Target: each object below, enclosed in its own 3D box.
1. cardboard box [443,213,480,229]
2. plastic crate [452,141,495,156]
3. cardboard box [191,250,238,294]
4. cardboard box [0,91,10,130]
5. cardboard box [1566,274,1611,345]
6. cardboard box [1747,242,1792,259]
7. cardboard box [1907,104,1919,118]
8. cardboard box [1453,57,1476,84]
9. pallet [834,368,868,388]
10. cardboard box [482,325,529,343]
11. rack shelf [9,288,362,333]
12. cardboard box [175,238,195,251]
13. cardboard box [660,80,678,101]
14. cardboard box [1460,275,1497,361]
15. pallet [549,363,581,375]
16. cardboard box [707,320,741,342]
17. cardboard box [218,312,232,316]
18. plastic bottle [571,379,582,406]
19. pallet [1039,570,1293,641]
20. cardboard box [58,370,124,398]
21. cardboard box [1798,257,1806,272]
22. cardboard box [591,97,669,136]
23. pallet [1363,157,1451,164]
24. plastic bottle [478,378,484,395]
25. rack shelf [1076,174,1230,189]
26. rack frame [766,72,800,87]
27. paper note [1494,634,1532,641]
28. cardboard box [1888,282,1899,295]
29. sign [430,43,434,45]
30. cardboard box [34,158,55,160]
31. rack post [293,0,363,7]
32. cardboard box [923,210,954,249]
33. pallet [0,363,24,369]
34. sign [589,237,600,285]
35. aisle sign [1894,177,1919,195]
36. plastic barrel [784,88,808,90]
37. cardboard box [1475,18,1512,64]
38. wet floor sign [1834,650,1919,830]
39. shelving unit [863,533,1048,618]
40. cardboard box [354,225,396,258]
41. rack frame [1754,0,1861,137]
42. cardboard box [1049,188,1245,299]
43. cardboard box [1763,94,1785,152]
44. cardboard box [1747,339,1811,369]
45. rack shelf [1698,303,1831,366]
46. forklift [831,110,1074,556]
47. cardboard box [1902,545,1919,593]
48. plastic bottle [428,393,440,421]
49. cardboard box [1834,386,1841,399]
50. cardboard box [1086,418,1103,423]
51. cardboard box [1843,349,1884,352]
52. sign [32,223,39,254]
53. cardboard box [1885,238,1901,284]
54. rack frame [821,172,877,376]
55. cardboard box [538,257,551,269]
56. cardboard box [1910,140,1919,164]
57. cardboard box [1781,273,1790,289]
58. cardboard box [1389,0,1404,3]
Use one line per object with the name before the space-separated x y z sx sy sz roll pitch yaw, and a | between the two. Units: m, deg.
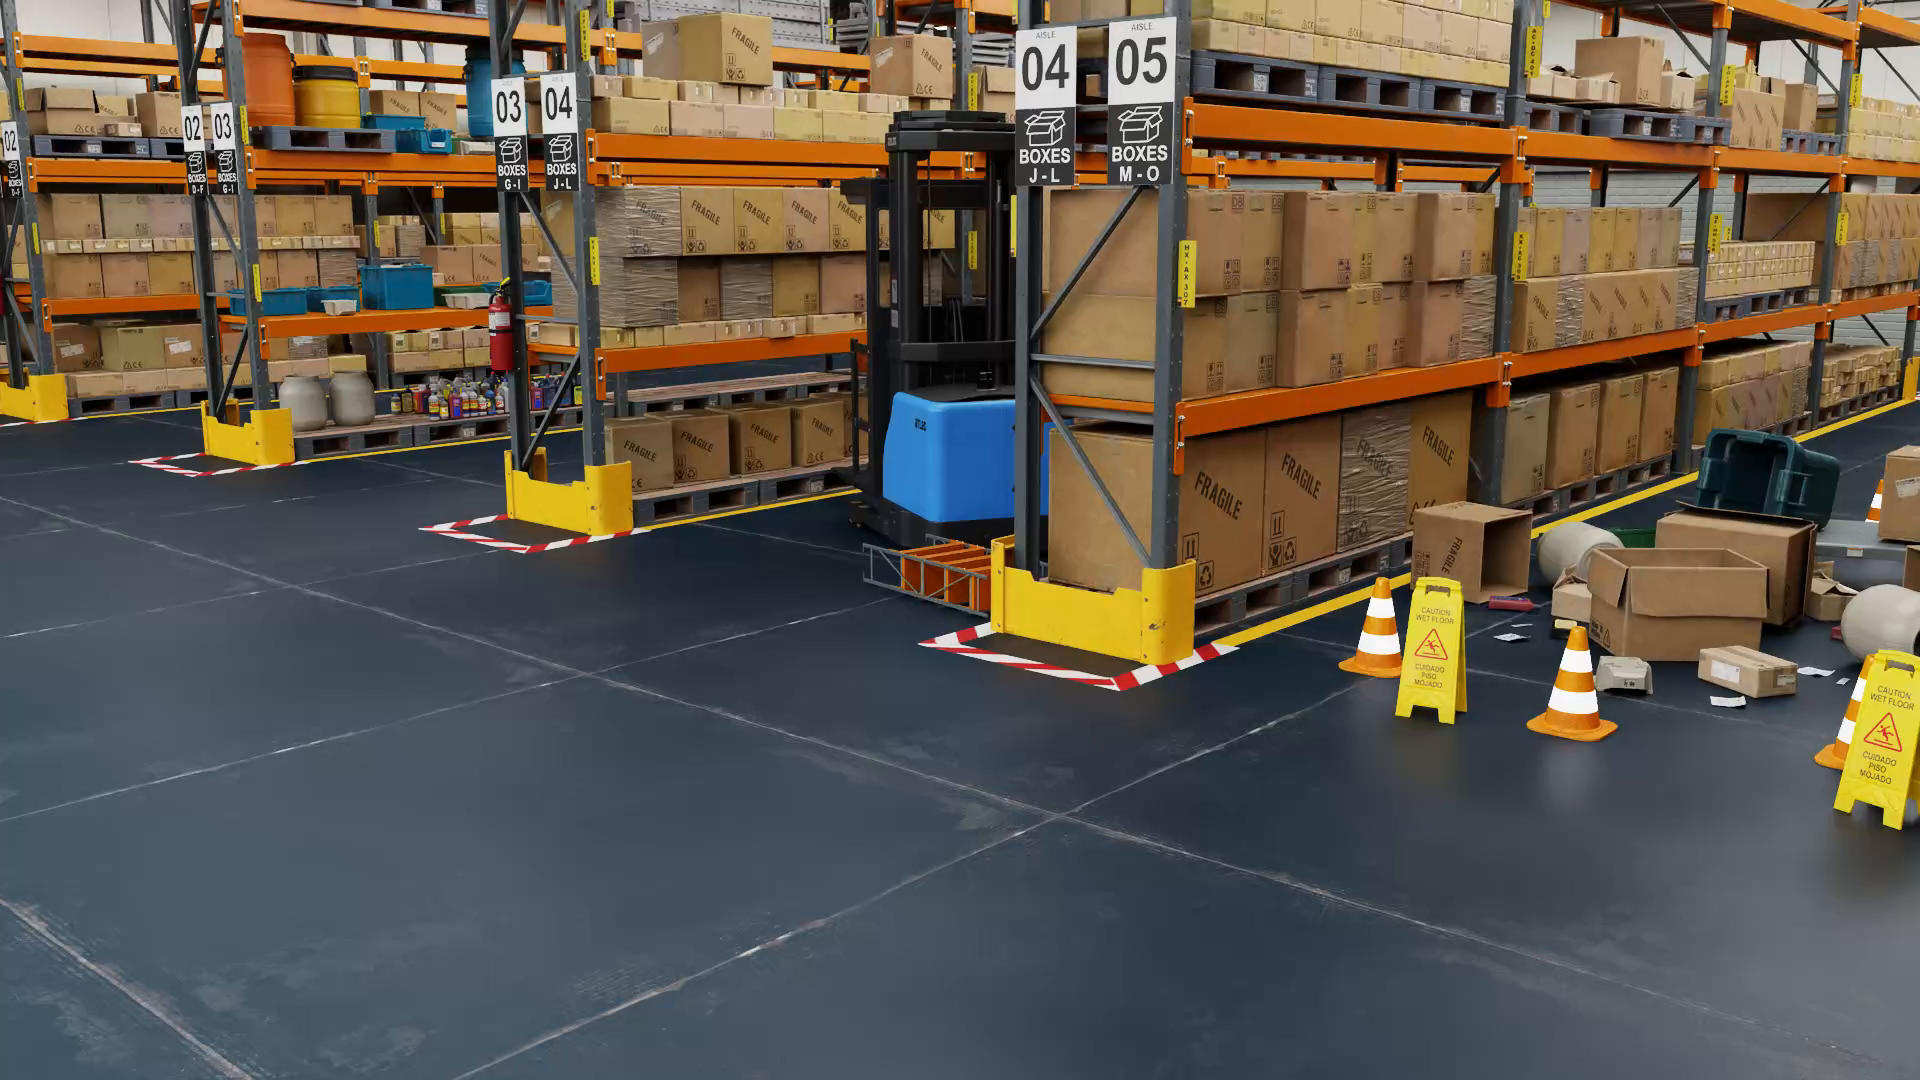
cardboard box | -8.316 -5.293 27.571 0.500 0.250 0.500 10 15 42
plastic crate | -4.783 -3.866 16.425 0.243 0.136 0.396 10 15 40
cardboard box | -9.048 -3.210 19.868 0.700 0.500 0.500 10 15 42
cardboard box | -12.974 -5.695 22.048 0.500 0.500 0.500 10 15 42
cardboard box | 4.567 -1.756 12.588 0.500 0.500 0.500 10 15 40
cardboard box | 7.993 -2.868 16.461 0.380 0.149 0.250 10 15 40
cardboard box | 10.777 -4.919 19.111 0.380 0.149 0.250 10 15 41
cardboard box | 3.017 -2.949 10.473 0.380 0.149 0.250 10 15 41
pallet | -0.898 -2.156 21.964 1.003 0.211 1.213 10 15 40
cardboard box | -6.272 -2.842 22.796 0.500 0.311 0.500 10 15 42
rack shelf | -9.066 -2.807 19.944 1.077 0.370 4.000 10 15 40
cardboard box | -9.116 -3.452 19.426 0.380 0.149 0.250 10 15 40
cardboard box | -2.274 -3.266 12.114 0.380 0.149 0.250 9 15 39
cardboard box | 3.118 -1.534 11.352 0.875 0.550 0.550 10 15 40
pallet | -5.678 -2.559 23.985 1.003 0.211 1.213 10 15 40
cardboard box | -1.904 -1.617 12.788 0.380 0.149 0.250 10 15 40
cardboard box | -10.996 -3.194 25.305 0.700 0.500 0.500 10 15 42
plastic bottle | -4.097 -1.583 17.792 0.061 0.283 0.133 11 16 43
pallet | 1.181 0.312 9.612 1.003 0.211 1.213 10 15 40
cardboard box | -9.865 -1.773 18.879 0.500 0.250 0.500 10 15 40
cardboard box | 8.346 -2.799 16.877 0.380 0.149 0.250 10 15 41
cardboard box | -2.435 -3.019 11.893 0.500 0.250 0.500 10 15 42
pallet | 5.522 -4.896 21.135 1.003 0.211 1.213 10 15 40
plastic bottle | -5.136 -1.585 17.800 0.061 0.283 0.133 11 15 43
rack shelf | 2.574 -5.403 25.280 1.077 0.370 4.000 10 15 40
rack frame | -3.548 -8.801 32.802 1.000 3.000 0.127 10 15 40
paper note | 2.995 0.524 9.016 0.142 0.017 0.144 -6 13 -28
cardboard box | 10.773 -2.963 19.530 0.380 0.149 0.250 10 15 42
sign | -8.414 -8.053 26.466 0.100 0.325 0.005 10 15 40
cardboard box | -12.642 -5.285 22.549 0.500 0.500 0.500 11 16 44
rack post | -6.073 -5.016 15.127 0.954 0.300 0.937 -10 15 -41
cardboard box | -0.397 -2.756 14.285 0.500 0.500 0.500 10 15 40
pallet | -13.496 -2.264 22.508 1.003 0.211 1.213 10 15 40
sign | -2.539 -1.939 11.549 0.100 0.325 0.005 10 15 40
aisle sign | 11.547 -4.529 20.090 0.394 0.787 0.004 10 15 40
plastic barrel | -2.092 -5.026 20.276 0.600 0.901 0.600 0 11 0
cardboard box | 3.220 -3.209 10.758 0.500 0.250 0.500 10 15 40
wet floor sign | 3.568 0.741 6.353 0.232 0.644 0.267 -6 13 -28
shelving unit | -0.028 0.199 9.964 0.503 0.258 1.200 -9 14 -38
cardboard box | -9.480 -4.791 26.662 0.700 0.500 0.500 8 14 35
rack frame | 8.633 -5.635 16.951 1.000 3.000 0.127 10 15 40
cardboard box | 0.986 -1.581 8.827 0.875 0.550 0.550 10 15 40
cardboard box | 7.221 -3.823 15.282 0.500 0.500 0.500 10 15 40
cardboard box | 8.332 -1.899 16.957 0.500 0.250 0.500 9 15 39
rack shelf | 7.313 -2.047 16.136 1.077 0.370 4.000 10 15 40
forklift | -0.214 -1.552 11.999 1.130 2.935 3.031 -4 12 -20
cardboard box | 5.408 0.315 8.852 0.500 0.500 0.500 -2 11 -9
plastic bottle | -5.237 -1.329 16.549 0.097 0.271 0.097 0 11 0
cardboard box | 9.546 -1.640 18.469 0.380 0.149 0.250 9 15 39
cardboard box | 1.181 -1.482 16.734 0.500 0.500 0.700 -11 15 -43
cardboard box | 10.612 -2.157 19.540 0.380 0.149 0.250 9 14 38
sign | -9.973 -3.256 17.944 0.100 0.325 0.005 10 15 40
cardboard box | 10.499 -3.227 19.193 0.500 0.500 0.500 10 15 41
rack frame | -1.387 -3.402 21.084 1.000 3.000 0.127 10 15 40
cardboard box | -5.841 -3.892 23.768 0.500 0.311 0.500 10 15 40
cardboard box | 10.841 -4.502 19.319 0.500 0.250 0.500 10 15 40
cardboard box | 8.017 -2.581 16.543 0.380 0.149 0.250 9 14 37
cardboard box | 2.348 -3.192 9.653 0.380 0.149 0.250 10 15 41
